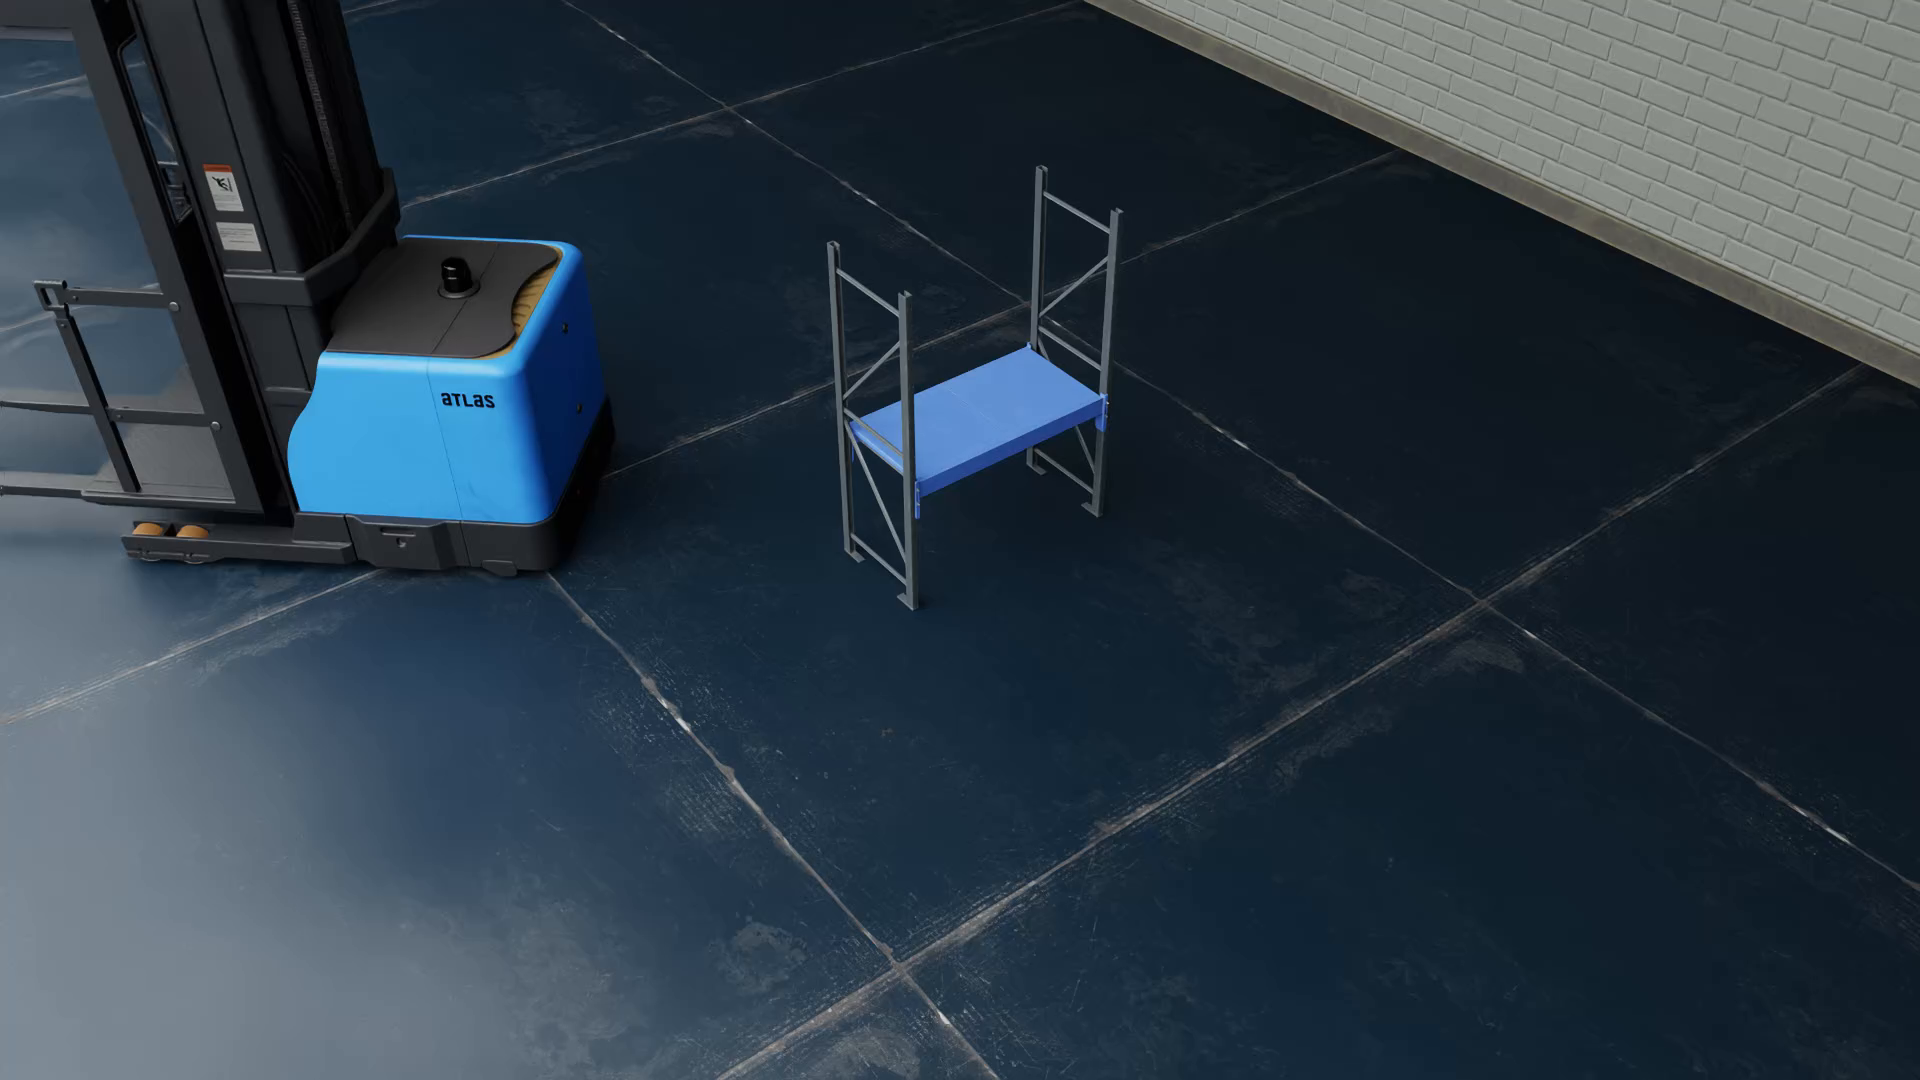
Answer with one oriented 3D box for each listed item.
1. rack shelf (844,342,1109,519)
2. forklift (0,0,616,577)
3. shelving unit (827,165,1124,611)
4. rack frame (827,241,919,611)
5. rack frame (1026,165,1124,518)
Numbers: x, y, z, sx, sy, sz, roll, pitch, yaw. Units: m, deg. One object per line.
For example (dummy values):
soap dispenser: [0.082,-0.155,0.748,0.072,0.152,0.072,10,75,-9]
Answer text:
rack shelf: [0.068,-0.474,6.929,1.000,0.185,0.538,-26,46,-28]
forklift: [-3.143,-1.361,6.598,3.031,2.935,1.130,3,39,4]
shelving unit: [0.068,-0.613,6.815,1.048,1.500,0.538,-26,46,-28]
rack frame: [-0.335,-0.416,6.575,0.032,1.500,0.500,-26,46,-28]
rack frame: [0.471,-0.809,7.054,0.032,1.500,0.500,-26,46,-28]
